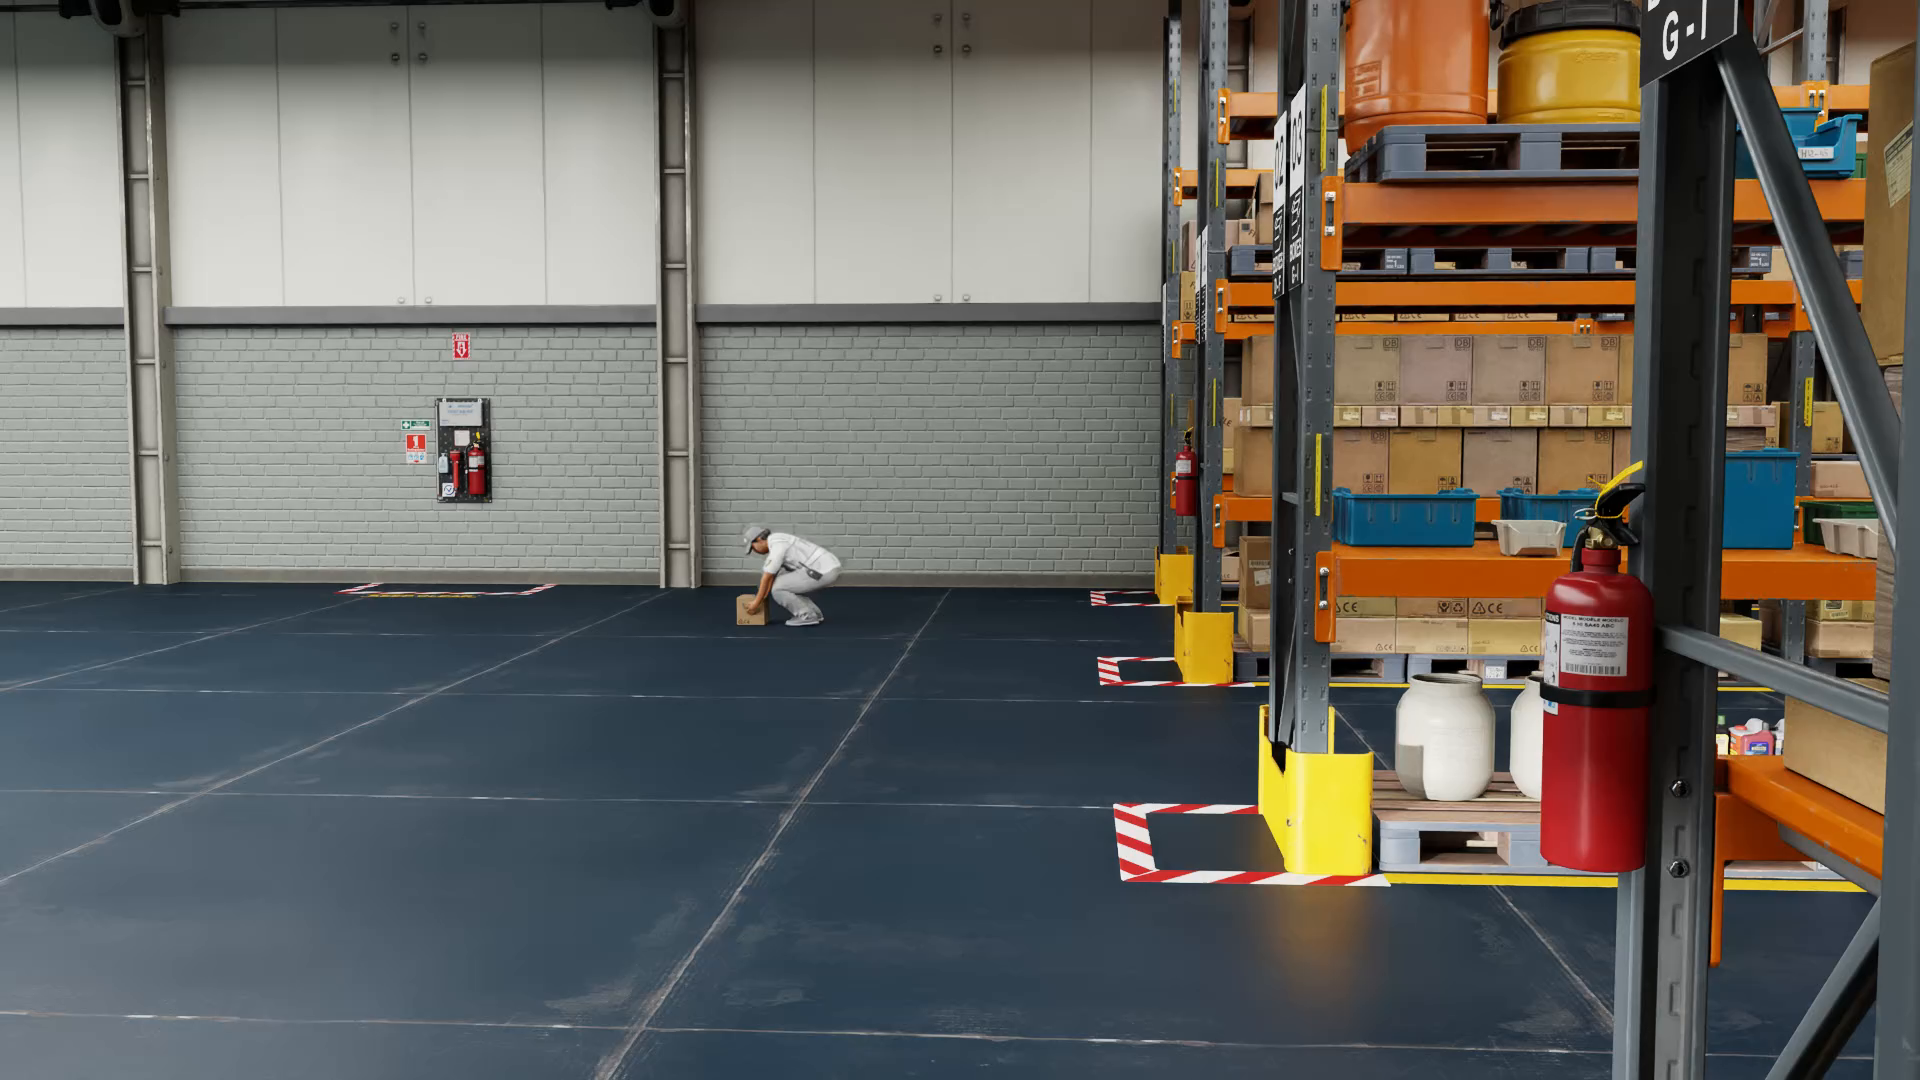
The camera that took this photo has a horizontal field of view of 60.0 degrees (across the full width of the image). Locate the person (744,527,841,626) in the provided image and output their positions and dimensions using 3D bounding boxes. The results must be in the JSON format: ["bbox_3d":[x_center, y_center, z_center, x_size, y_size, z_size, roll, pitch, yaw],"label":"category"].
[{"bbox_3d":[-1.519,0.324,15.049,0.861,0.890,0.522,0,4,3],"label":"person"}]
